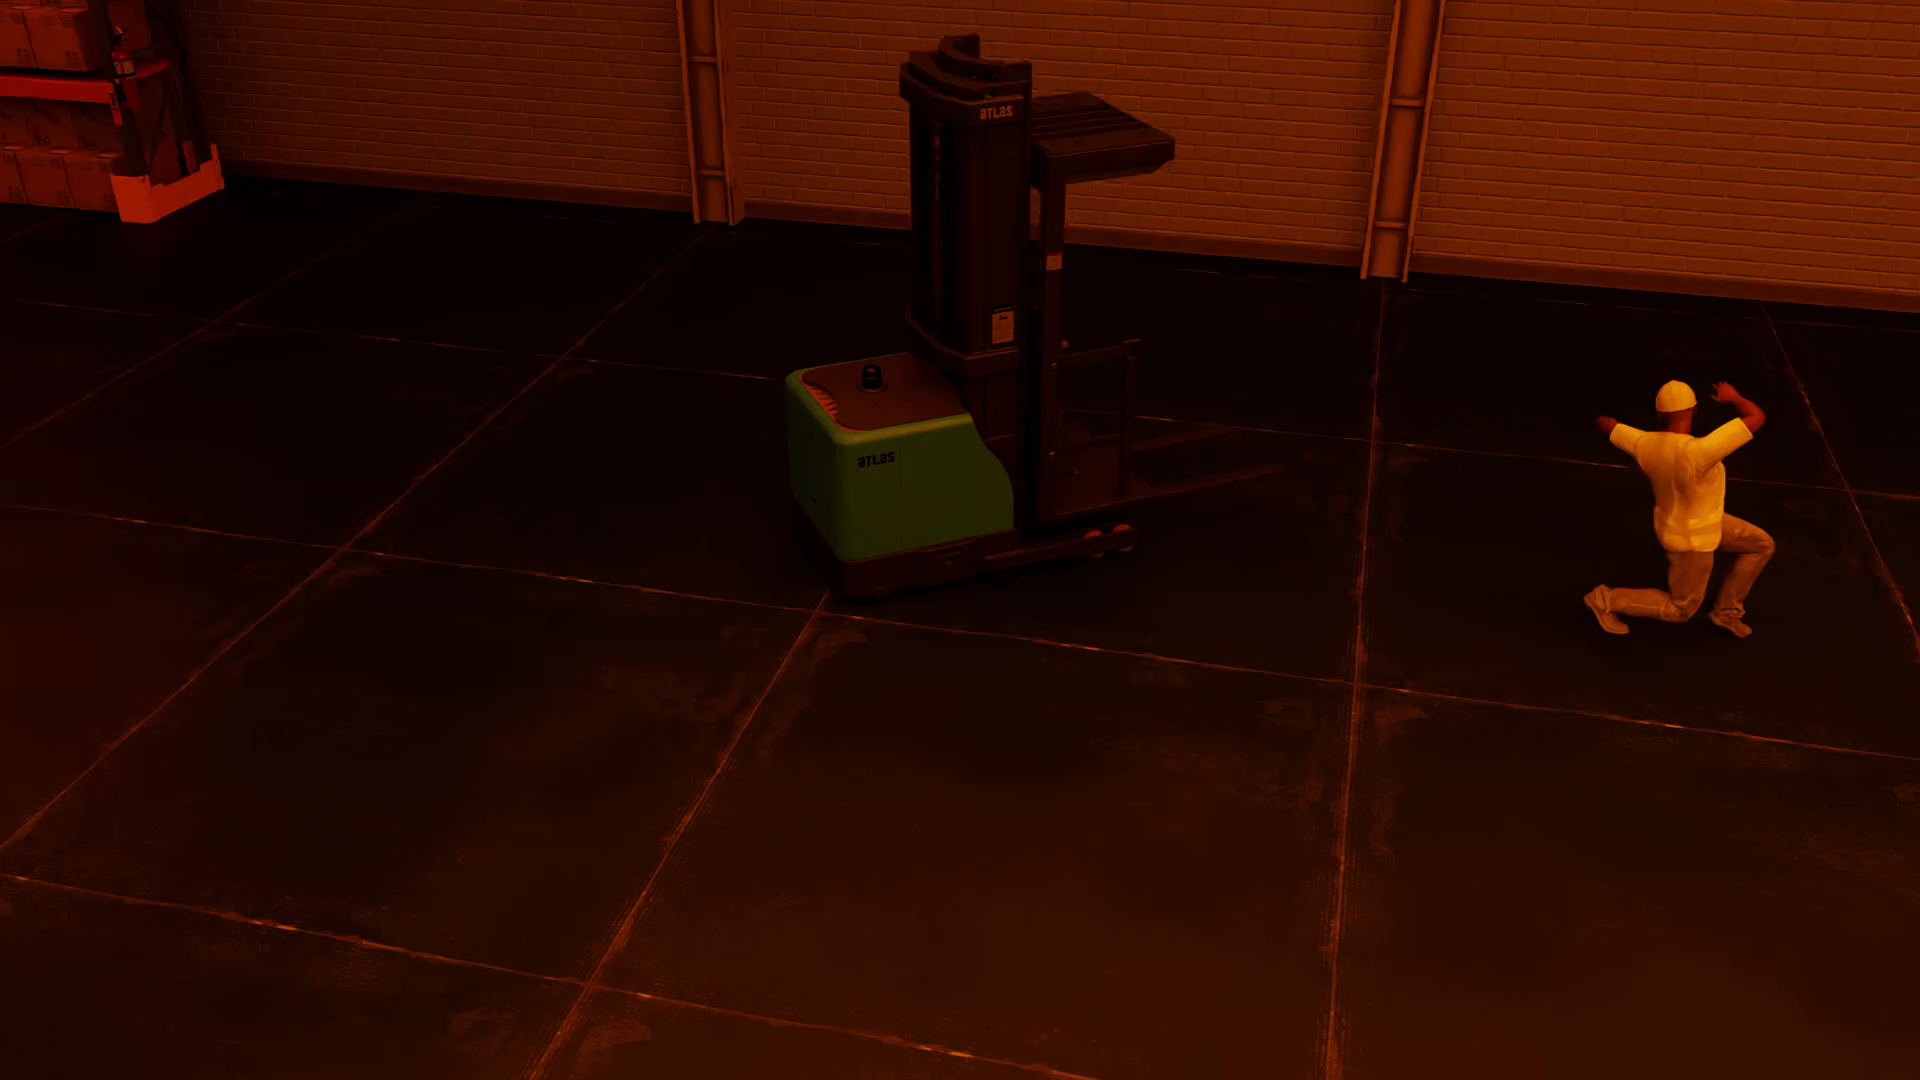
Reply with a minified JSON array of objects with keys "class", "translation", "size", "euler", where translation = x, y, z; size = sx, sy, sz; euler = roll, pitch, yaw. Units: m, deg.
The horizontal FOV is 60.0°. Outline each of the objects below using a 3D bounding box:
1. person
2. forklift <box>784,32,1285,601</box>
[{"class":"person","translation":[3.972,-0.256,9.127],"size":[0.921,1.485,1.050],"euler":[4,30,7]},{"class":"forklift","translation":[0.528,-1.393,9.628],"size":[3.031,2.935,1.130],"euler":[-12,32,-20]}]
